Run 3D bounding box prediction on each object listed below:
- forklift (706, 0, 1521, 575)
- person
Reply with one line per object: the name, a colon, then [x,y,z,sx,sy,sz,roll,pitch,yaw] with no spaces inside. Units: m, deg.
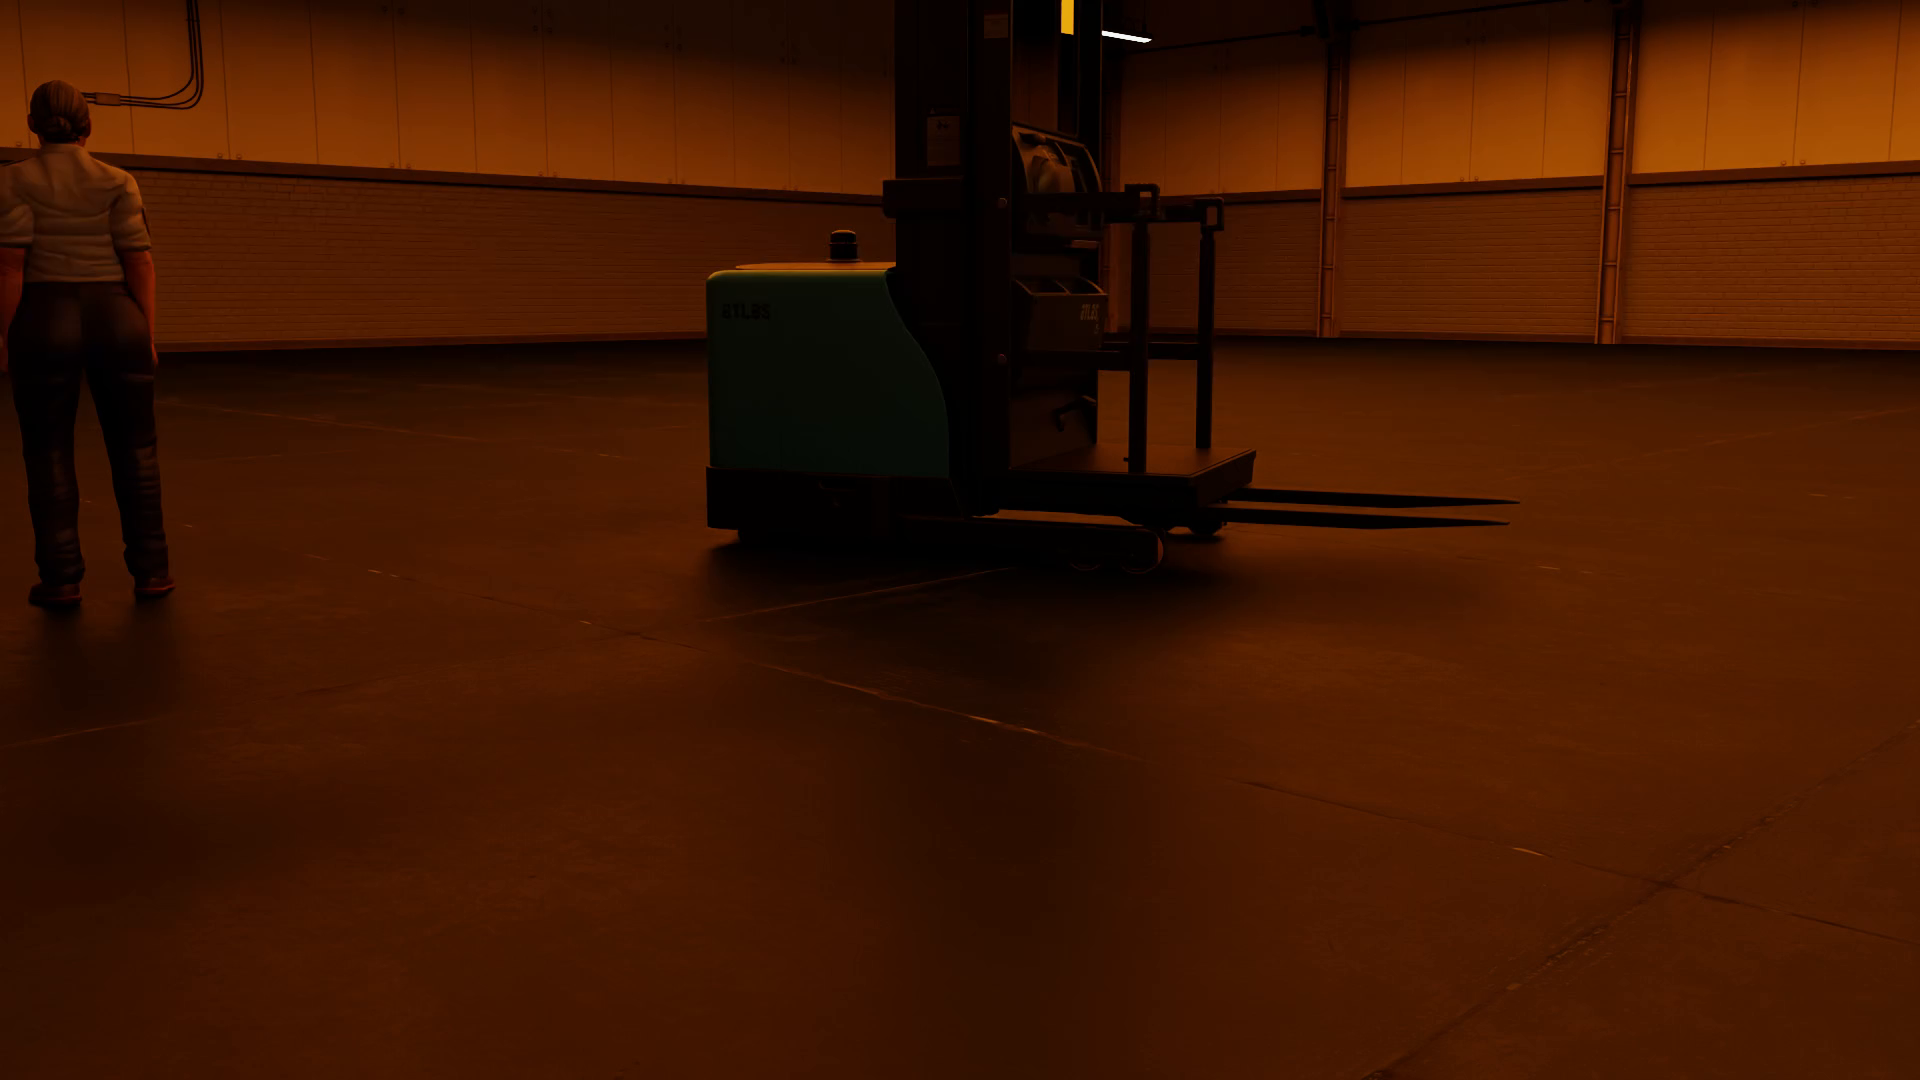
forklift: [0.565,-1.416,6.275,3.031,2.935,1.130,3,9,22]
person: [-2.823,-0.617,5.341,0.479,1.639,0.348,-6,10,-34]
